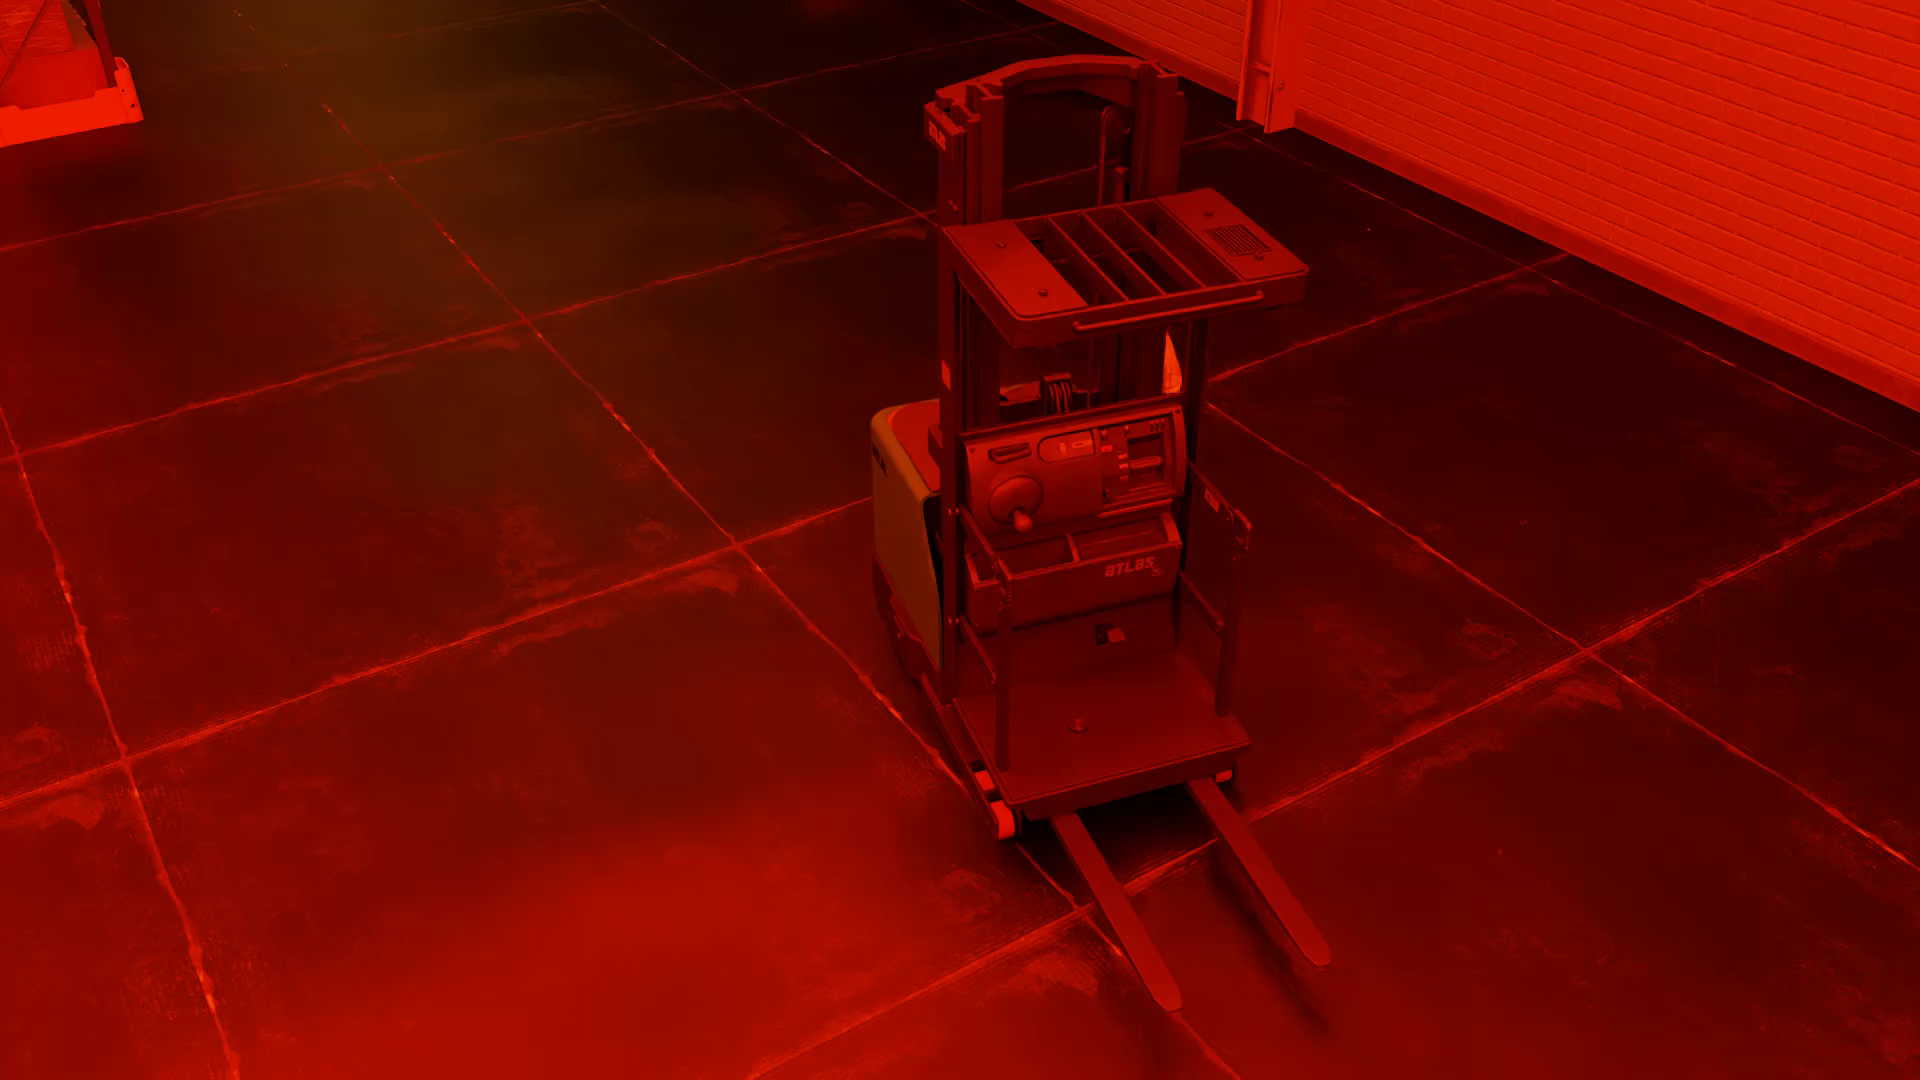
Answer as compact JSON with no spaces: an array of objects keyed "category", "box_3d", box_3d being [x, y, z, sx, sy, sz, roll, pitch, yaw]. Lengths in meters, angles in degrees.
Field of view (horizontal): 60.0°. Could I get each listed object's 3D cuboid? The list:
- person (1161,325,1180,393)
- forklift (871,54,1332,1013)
[{"category":"person","box_3d":[0.891,-0.651,8.280,0.388,1.565,0.732,-17,39,-23]},{"category":"forklift","box_3d":[0.544,-0.221,6.462,1.130,2.935,3.031,-12,37,-16]}]
